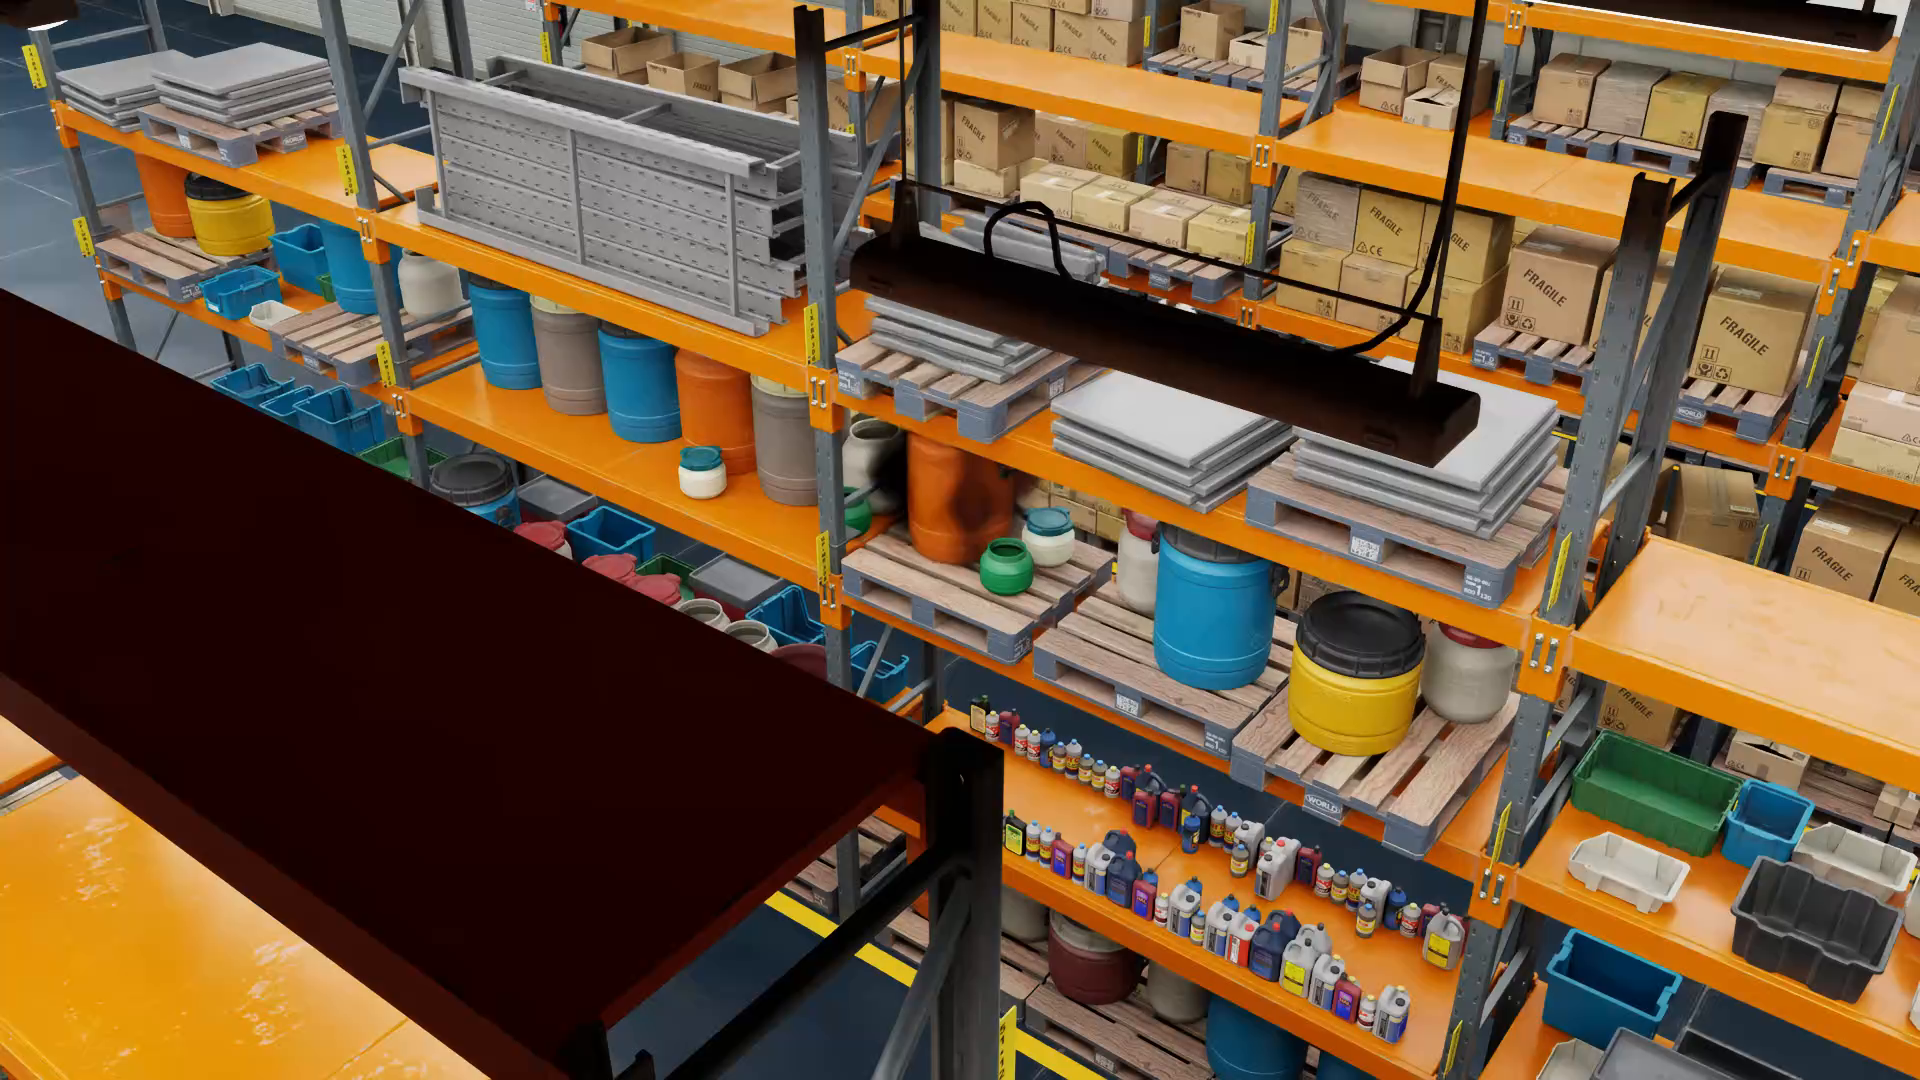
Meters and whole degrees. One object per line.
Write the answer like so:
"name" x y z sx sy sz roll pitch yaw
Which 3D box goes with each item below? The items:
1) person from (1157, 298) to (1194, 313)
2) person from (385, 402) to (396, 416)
"person" 2.050 -1.733 16.433 0.578 1.795 0.656 -11 33 -17
"person" -5.867 -2.108 17.117 0.485 1.710 0.480 16 35 24
